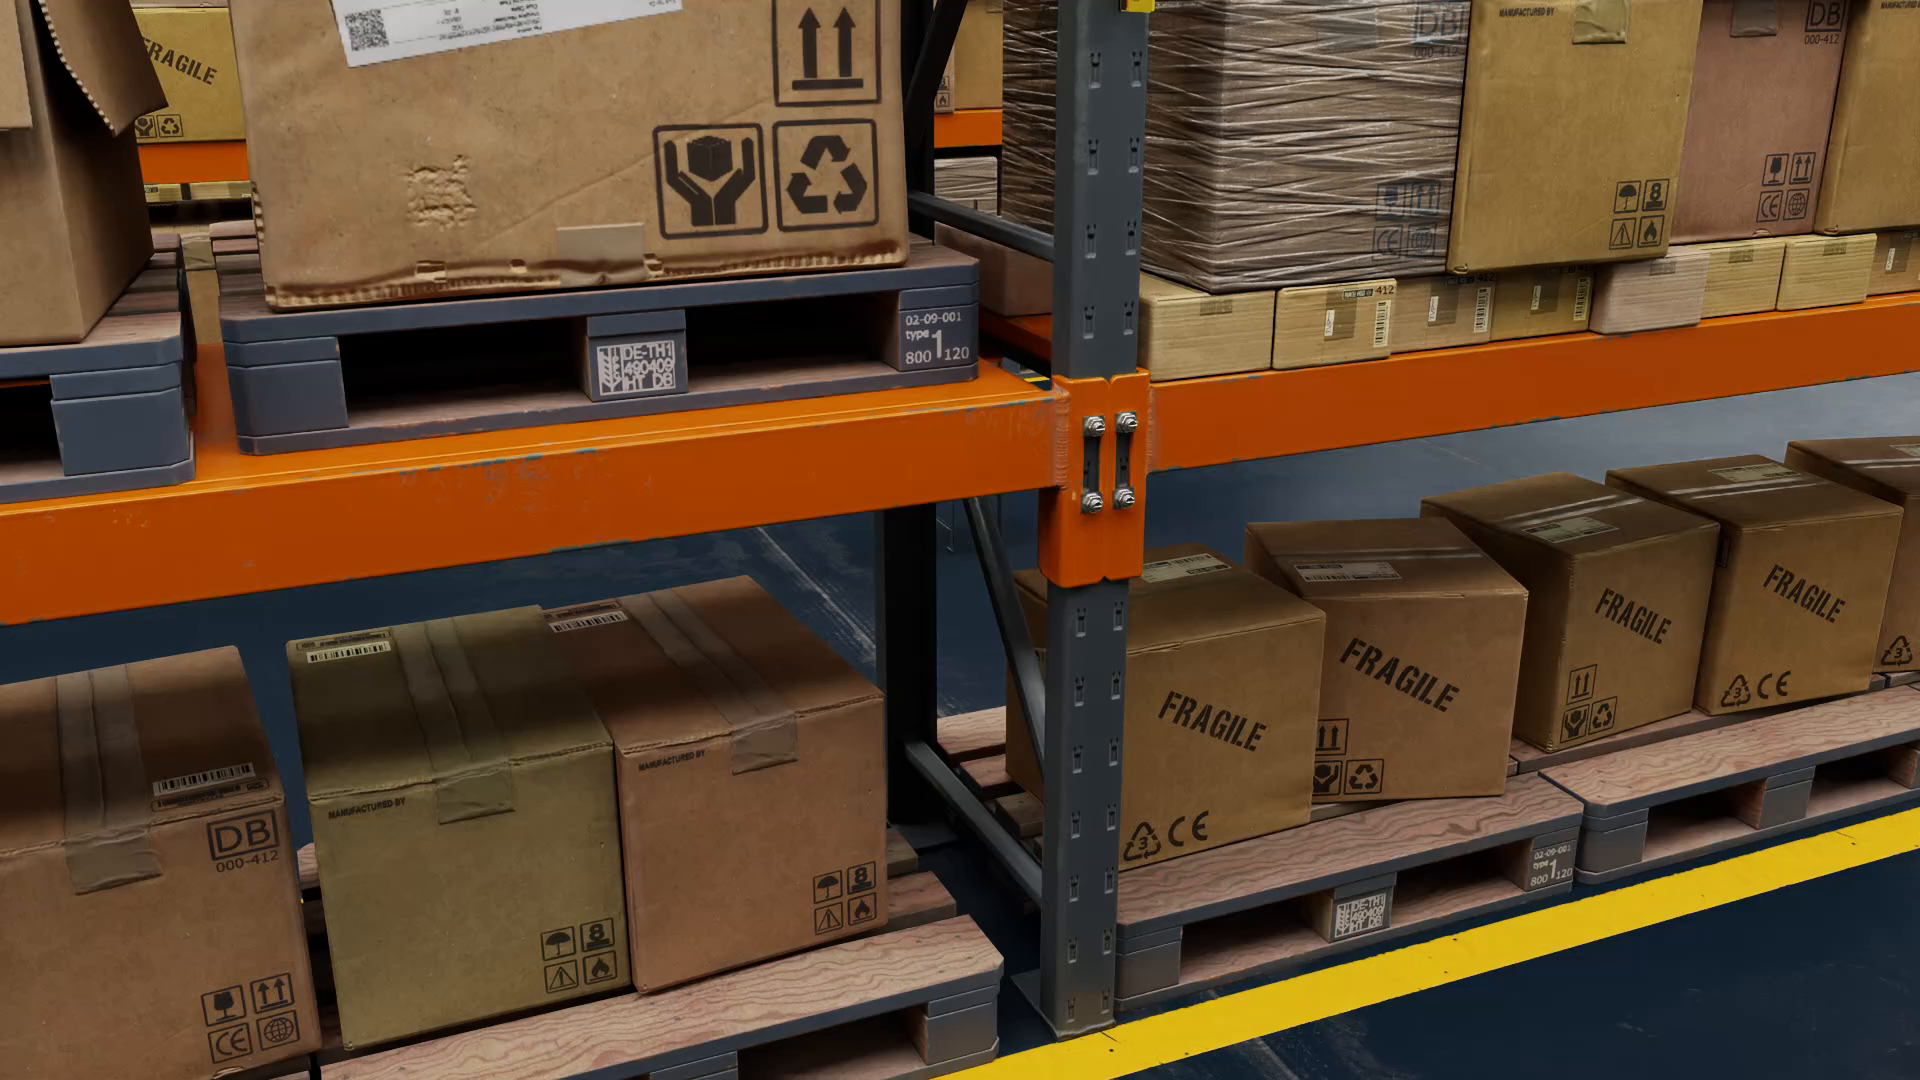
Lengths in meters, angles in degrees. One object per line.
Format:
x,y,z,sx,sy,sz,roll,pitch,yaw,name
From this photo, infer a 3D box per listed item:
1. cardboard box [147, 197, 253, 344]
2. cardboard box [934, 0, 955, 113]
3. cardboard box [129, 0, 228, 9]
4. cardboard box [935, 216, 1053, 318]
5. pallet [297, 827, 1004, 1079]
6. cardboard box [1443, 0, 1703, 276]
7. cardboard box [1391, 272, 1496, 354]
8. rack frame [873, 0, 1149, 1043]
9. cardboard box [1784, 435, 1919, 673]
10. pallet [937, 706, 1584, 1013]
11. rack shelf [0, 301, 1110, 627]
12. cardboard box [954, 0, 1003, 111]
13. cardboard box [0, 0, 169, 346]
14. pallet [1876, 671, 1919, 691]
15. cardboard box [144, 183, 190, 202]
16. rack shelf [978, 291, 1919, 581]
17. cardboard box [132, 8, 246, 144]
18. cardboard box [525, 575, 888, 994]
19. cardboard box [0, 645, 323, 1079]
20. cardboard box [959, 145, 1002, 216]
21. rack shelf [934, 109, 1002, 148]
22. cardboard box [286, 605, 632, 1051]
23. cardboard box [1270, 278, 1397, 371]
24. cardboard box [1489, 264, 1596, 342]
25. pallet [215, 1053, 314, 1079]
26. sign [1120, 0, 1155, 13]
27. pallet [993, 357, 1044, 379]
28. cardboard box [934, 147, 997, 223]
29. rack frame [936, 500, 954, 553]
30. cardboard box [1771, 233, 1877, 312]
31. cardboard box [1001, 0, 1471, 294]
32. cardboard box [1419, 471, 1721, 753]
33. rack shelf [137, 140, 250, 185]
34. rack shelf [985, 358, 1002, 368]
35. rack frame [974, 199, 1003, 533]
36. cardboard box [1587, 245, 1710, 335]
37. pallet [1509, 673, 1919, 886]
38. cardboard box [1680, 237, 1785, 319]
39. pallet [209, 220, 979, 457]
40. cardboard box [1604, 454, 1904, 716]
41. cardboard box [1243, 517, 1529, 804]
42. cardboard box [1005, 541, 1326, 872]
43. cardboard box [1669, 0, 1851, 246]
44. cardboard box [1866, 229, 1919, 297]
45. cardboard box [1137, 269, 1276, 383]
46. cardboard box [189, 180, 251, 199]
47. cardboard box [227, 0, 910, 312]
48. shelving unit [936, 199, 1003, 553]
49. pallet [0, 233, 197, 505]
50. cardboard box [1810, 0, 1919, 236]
-3.242,-1.023,7.167,0.750,0.750,1.050,-8,21,-22,cardboard box
-0.448,-2.359,7.978,0.550,0.550,0.875,-8,21,-22,cardboard box
-3.210,-2.438,6.774,0.500,0.500,0.700,-8,21,-21,cardboard box
0.132,-0.595,3.573,0.250,0.149,0.380,-8,21,-22,cardboard box
-0.663,0.823,3.367,1.213,0.211,1.003,-8,21,-22,pallet
0.962,-0.878,3.401,0.500,0.500,0.875,-8,21,-22,cardboard box
0.821,-0.484,3.258,0.250,0.149,0.380,-8,21,-22,cardboard box
0.051,-0.595,3.196,0.127,3.000,1.000,-8,21,-22,rack frame
2.609,0.026,4.565,0.500,0.500,0.500,-3,20,-8,cardboard box
0.654,0.621,3.941,1.213,0.211,1.003,-8,21,-22,pallet
-1.785,0.007,2.569,4.000,0.370,1.077,-8,21,-22,rack shelf
-0.001,-2.459,8.263,0.500,0.550,0.875,-8,21,-22,cardboard box
-1.504,-0.586,2.382,0.637,0.503,0.797,-6,20,-16,cardboard box
2.894,0.300,4.853,1.213,0.211,1.003,-8,21,-22,pallet
-5.651,-2.319,11.415,0.625,0.372,0.950,-7,21,-20,cardboard box
1.888,-0.519,4.063,4.000,0.370,1.077,-8,21,-22,rack shelf
-3.122,-1.885,6.709,0.500,0.500,0.500,-8,21,-21,cardboard box
-0.521,0.450,3.328,0.500,0.500,0.700,-10,22,-26,cardboard box
-1.480,0.581,2.956,0.500,0.500,0.700,-10,22,-27,cardboard box
0.449,-1.618,8.666,0.875,0.875,0.875,-9,21,-23,cardboard box
0.016,-2.045,8.397,4.000,0.370,1.077,-8,21,-22,rack shelf
-0.966,0.507,3.166,0.500,0.500,0.700,-8,21,-22,cardboard box
0.603,-0.442,3.140,0.250,0.149,0.380,-8,21,-22,cardboard box
1.047,-0.519,3.359,0.250,0.149,0.380,-8,21,-22,cardboard box
-1.785,0.985,2.908,1.213,0.211,1.003,-8,21,-22,pallet
0.275,-0.973,2.525,0.005,0.325,0.100,-8,21,-22,sign
0.031,-1.044,8.669,1.213,0.211,1.003,-8,21,-22,pallet
-0.389,-1.498,8.328,0.875,0.875,0.875,-8,21,-22,cardboard box
-0.071,-0.556,5.794,0.006,1.200,0.240,-8,21,-22,rack frame
1.740,-0.615,3.630,0.250,0.149,0.380,-8,21,-22,cardboard box
0.489,-0.823,3.245,0.500,0.500,0.875,-8,21,-22,cardboard box
1.496,0.162,4.177,0.500,0.500,0.500,-10,22,-27,cardboard box
-3.657,-1.519,6.902,4.000,0.370,1.077,-8,21,-22,rack shelf
0.013,-0.639,5.803,0.180,0.103,0.258,-8,21,-22,rack shelf
0.097,-0.580,5.862,0.006,1.200,0.240,-8,21,-22,rack frame
1.293,-0.540,3.417,0.250,0.149,0.380,-8,21,-22,cardboard box
1.776,0.459,4.401,1.213,0.211,1.003,-8,21,-22,pallet
1.506,-0.585,3.546,0.250,0.149,0.380,-8,21,-22,cardboard box
-0.708,-0.449,3.069,1.213,0.211,1.003,-8,21,-22,pallet
2.027,0.102,4.347,0.500,0.500,0.500,-6,20,-17,cardboard box
0.957,0.268,3.877,0.500,0.500,0.500,-2,19,-5,cardboard box
0.434,0.345,3.657,0.500,0.500,0.500,-9,21,-24,cardboard box
1.381,-0.975,3.675,0.500,0.500,0.875,-8,21,-22,cardboard box
1.952,-0.662,3.763,0.250,0.149,0.380,-8,21,-22,cardboard box
0.368,-0.413,3.058,0.250,0.149,0.380,-8,21,-22,cardboard box
-5.013,-2.411,11.676,0.625,0.372,0.950,-7,21,-19,cardboard box
-0.734,-1.015,2.851,1.000,1.000,1.000,-8,21,-22,cardboard box
0.013,-0.568,5.828,0.189,1.200,0.258,-8,21,-22,shelving unit
-1.820,-0.252,2.509,1.213,0.211,1.003,-8,21,-22,pallet
1.857,-1.028,3.826,0.500,0.500,0.875,-8,21,-22,cardboard box
